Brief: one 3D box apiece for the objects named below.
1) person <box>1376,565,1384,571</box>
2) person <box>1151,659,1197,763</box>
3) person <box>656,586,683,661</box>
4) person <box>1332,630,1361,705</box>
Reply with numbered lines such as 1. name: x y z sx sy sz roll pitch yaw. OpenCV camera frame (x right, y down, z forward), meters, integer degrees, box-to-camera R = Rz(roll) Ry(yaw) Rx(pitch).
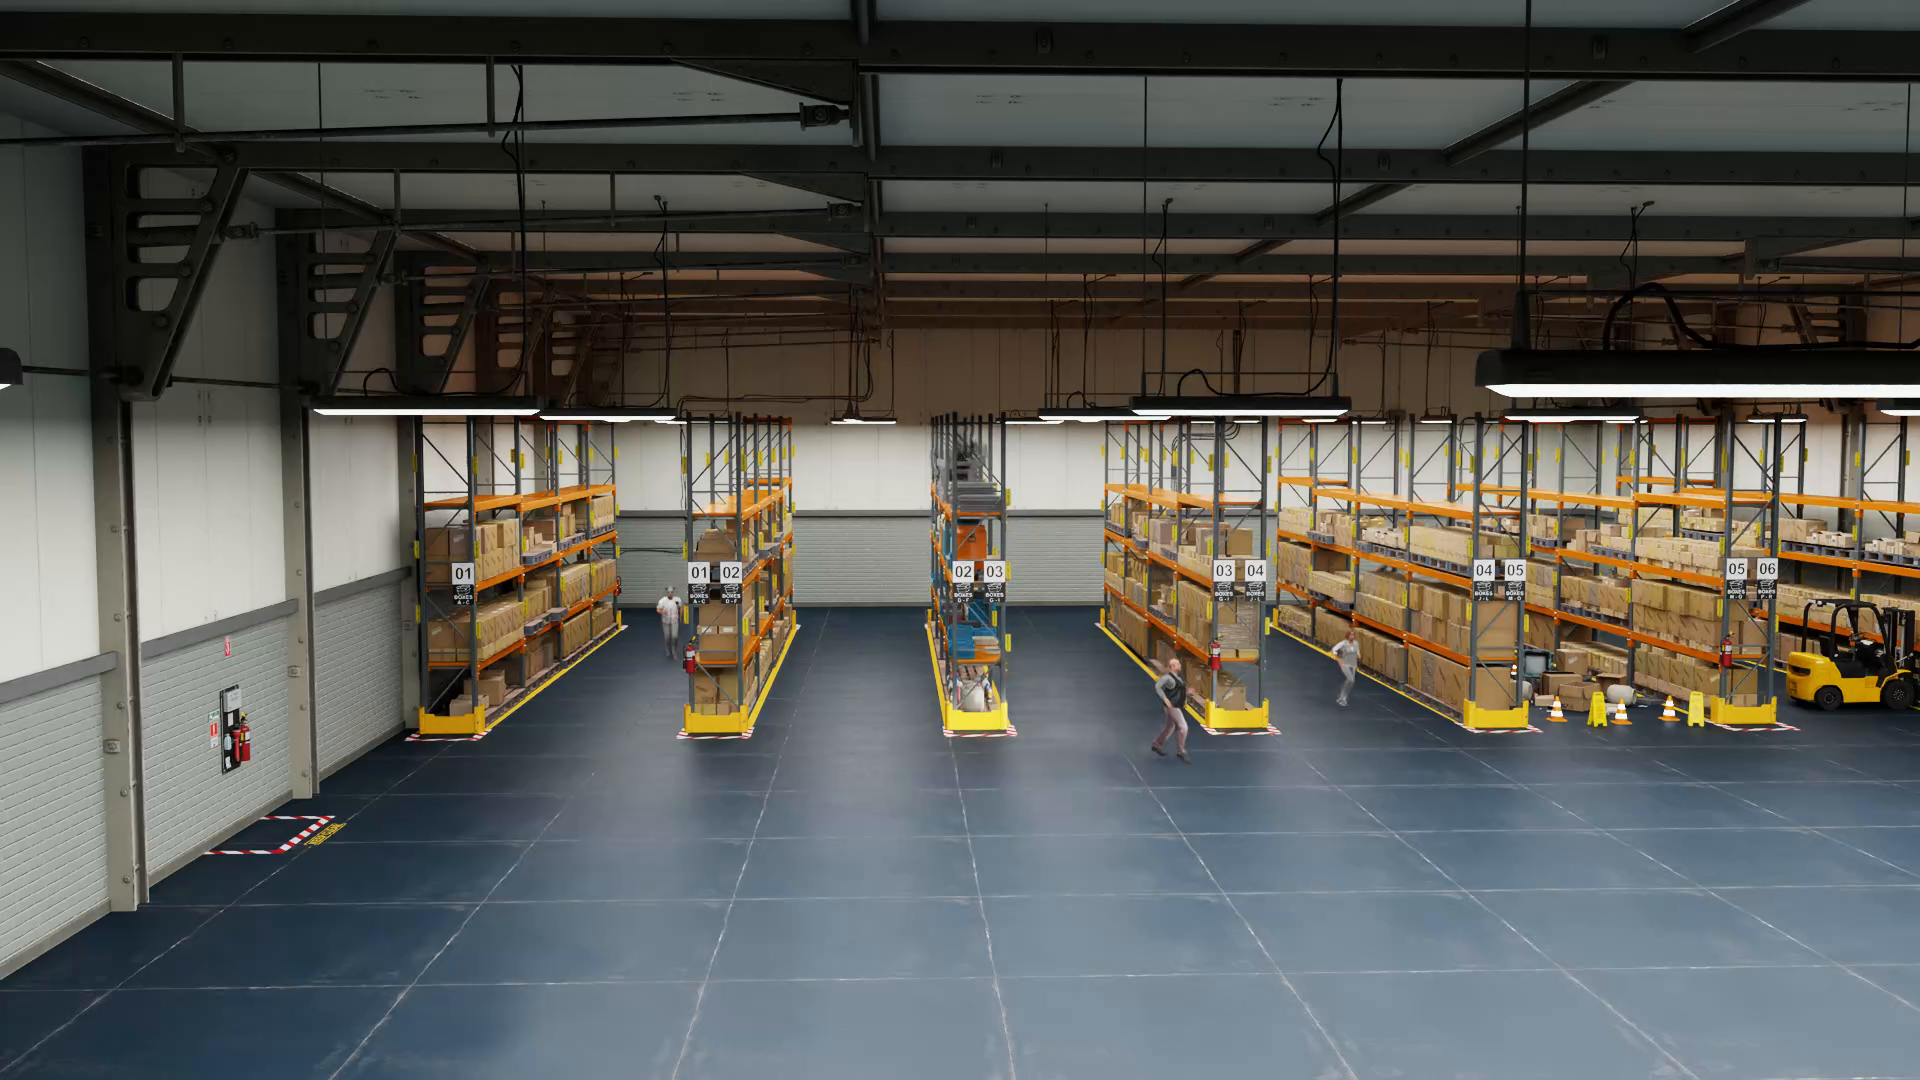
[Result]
1. person: 12.447 1.576 49.178 0.888 1.653 0.625 0 4 -3
2. person: 3.655 2.925 28.546 0.799 1.785 0.642 2 4 23
3. person: -7.174 2.049 41.089 0.642 1.837 0.812 -1 4 -10
4. person: 7.952 2.607 34.052 0.527 1.555 0.670 -2 4 -23
